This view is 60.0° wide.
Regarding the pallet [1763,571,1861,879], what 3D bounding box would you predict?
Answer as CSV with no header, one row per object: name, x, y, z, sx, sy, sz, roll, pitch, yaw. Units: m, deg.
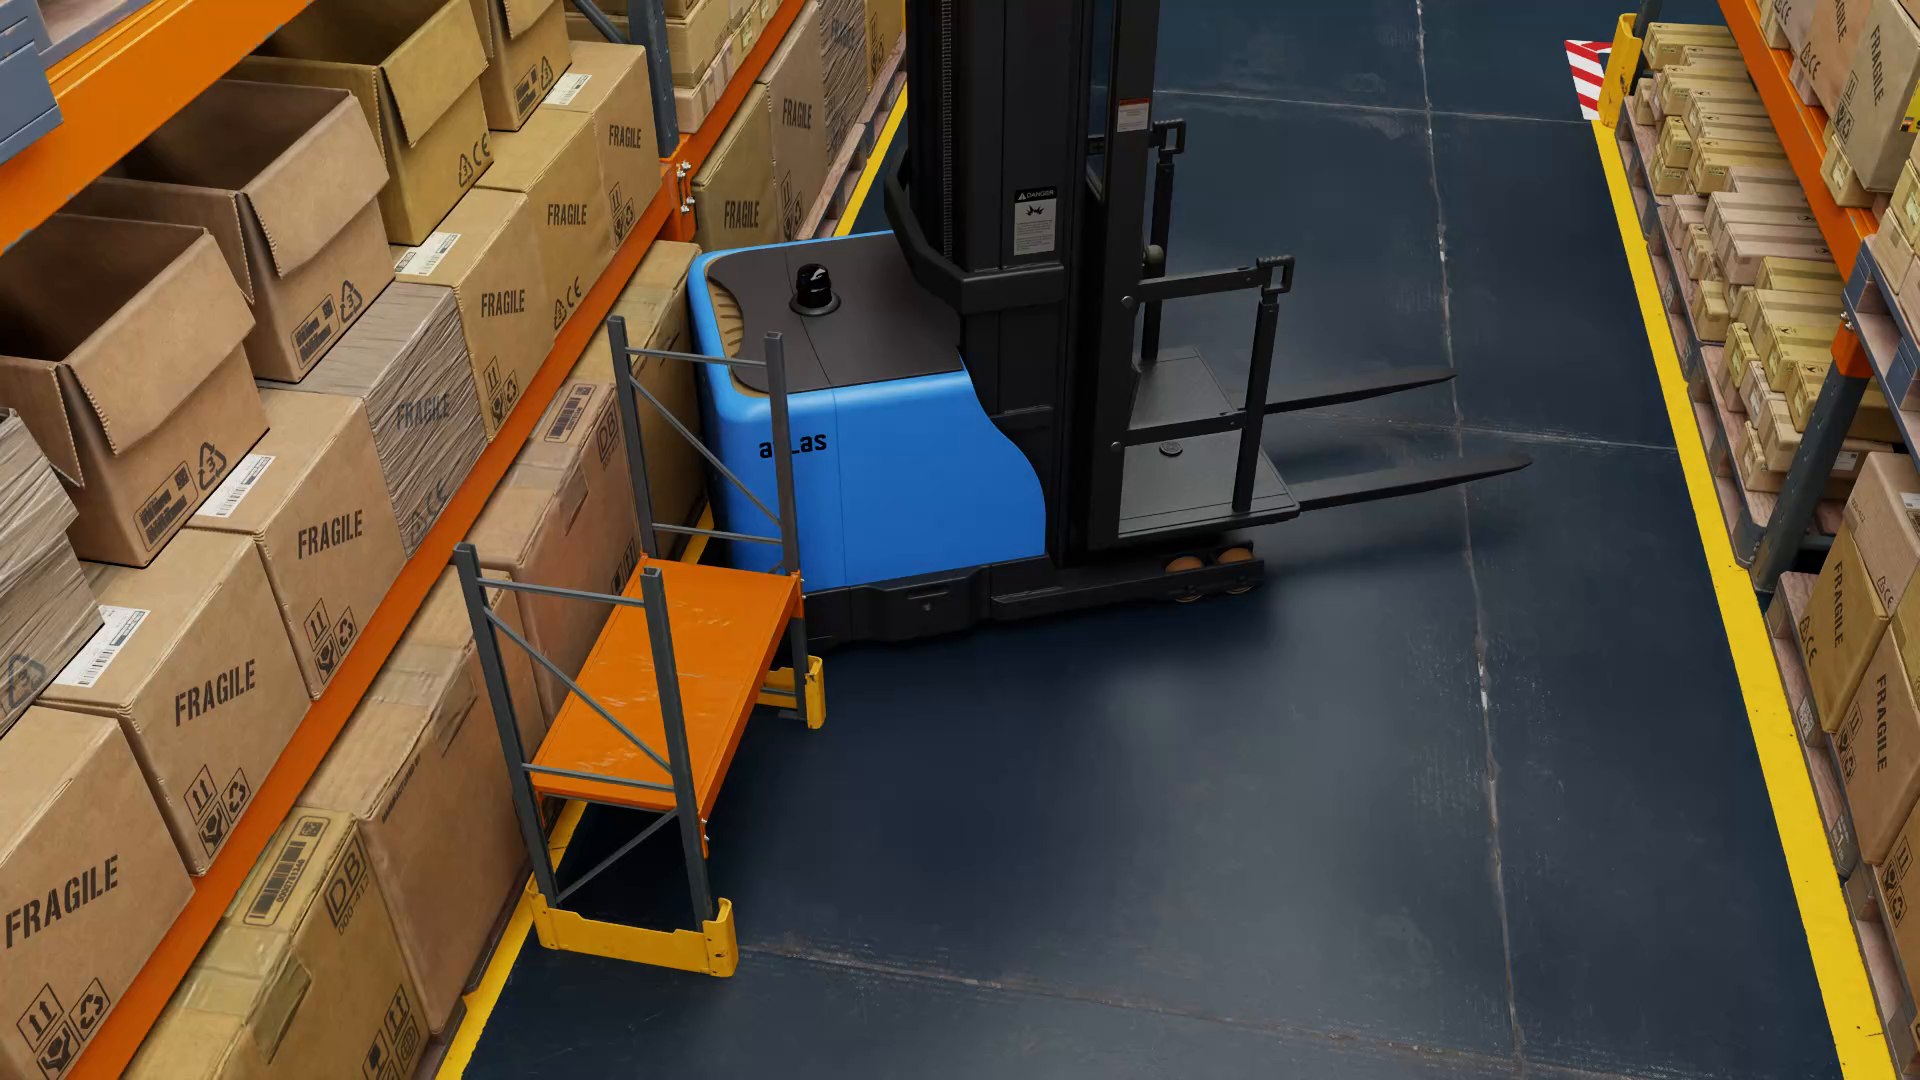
pallet,3.244,0.616,5.339,1.003,0.211,1.213,6,40,8

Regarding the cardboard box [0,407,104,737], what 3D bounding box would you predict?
cardboard box,-2.040,0.070,2.945,0.797,0.503,0.637,8,40,9

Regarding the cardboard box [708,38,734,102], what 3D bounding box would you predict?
cardboard box,-1.066,-1.775,6.240,0.380,0.149,0.250,5,40,6

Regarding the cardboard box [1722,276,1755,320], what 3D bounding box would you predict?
cardboard box,3.347,-1.008,6.789,0.380,0.149,0.250,7,40,9

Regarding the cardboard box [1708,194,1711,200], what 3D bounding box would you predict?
cardboard box,3.558,-1.505,7.391,0.380,0.149,0.250,8,40,10

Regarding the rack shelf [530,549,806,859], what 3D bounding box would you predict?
rack shelf,-0.836,0.443,4.820,0.538,0.185,1.000,7,40,8

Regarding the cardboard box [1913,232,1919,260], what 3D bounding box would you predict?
cardboard box,2.813,-0.768,4.459,0.380,0.149,0.250,6,40,7

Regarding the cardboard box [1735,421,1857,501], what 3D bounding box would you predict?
cardboard box,3.110,-0.294,6.159,0.380,0.149,0.250,7,40,8

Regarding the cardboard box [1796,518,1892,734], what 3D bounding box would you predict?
cardboard box,2.988,0.289,5.179,0.500,0.500,0.500,8,40,9

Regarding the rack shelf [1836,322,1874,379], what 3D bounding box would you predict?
rack shelf,3.031,0.585,3.753,1.077,0.370,4.000,6,40,8

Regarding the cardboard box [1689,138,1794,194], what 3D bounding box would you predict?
cardboard box,3.436,-1.631,7.309,0.380,0.149,0.250,7,40,8

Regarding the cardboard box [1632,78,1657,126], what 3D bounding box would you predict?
cardboard box,3.664,-2.227,8.498,0.380,0.149,0.250,7,40,9

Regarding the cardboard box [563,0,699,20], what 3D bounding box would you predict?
cardboard box,-1.156,-2.176,5.823,0.500,0.500,0.500,6,40,8

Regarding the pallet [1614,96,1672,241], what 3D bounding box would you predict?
pallet,3.881,-1.829,8.297,1.003,0.211,1.213,6,40,8

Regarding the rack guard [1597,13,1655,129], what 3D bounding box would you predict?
rack guard,4.056,-2.447,8.817,1.175,0.500,0.348,6,40,8

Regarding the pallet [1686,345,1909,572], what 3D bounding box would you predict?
pallet,3.459,-0.298,6.445,1.003,0.211,1.213,6,40,8

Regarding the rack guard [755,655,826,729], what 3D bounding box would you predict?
rack guard,-0.739,0.469,5.487,0.587,0.250,0.087,7,40,8

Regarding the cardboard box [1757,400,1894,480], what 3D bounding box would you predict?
cardboard box,3.119,-0.358,6.003,0.380,0.149,0.250,7,40,9

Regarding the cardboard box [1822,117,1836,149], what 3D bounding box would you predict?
cardboard box,3.239,-1.390,5.775,0.380,0.149,0.250,8,40,9

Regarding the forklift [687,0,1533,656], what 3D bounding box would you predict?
forklift,0.607,-1.225,5.432,3.031,2.935,1.130,-9,40,-11

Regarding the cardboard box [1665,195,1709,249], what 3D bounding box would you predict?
cardboard box,3.432,-1.432,7.535,0.380,0.149,0.250,5,40,6

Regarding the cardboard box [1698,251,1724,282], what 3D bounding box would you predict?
cardboard box,3.400,-1.100,7.134,0.380,0.149,0.250,7,40,9

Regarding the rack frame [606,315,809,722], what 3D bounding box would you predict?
rack frame,-0.739,-0.014,5.090,0.500,1.500,0.032,7,40,8

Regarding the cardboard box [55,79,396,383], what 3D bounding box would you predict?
cardboard box,-1.815,-0.760,3.949,0.797,0.503,0.637,8,40,9

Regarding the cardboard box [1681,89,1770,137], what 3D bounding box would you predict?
cardboard box,3.584,-1.964,7.712,0.380,0.149,0.250,5,40,5

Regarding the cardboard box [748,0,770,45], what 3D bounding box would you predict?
cardboard box,-0.977,-2.105,6.639,0.380,0.149,0.250,5,40,6

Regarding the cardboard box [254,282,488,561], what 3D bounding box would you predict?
cardboard box,-1.570,-0.320,4.205,0.500,0.500,0.500,7,40,8

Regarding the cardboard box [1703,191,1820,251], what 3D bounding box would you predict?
cardboard box,3.336,-1.318,6.931,0.380,0.149,0.250,5,40,6

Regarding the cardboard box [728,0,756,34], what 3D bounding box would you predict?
cardboard box,-1.060,-2.192,6.432,0.500,0.250,0.500,6,40,7

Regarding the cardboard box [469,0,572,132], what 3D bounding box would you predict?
cardboard box,-1.593,-1.581,4.942,0.797,0.503,0.637,5,40,7

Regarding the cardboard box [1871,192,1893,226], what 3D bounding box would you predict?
cardboard box,3.196,-1.056,5.370,0.380,0.149,0.250,6,40,7

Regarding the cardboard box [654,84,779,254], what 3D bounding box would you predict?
cardboard box,-1.297,-1.306,6.813,0.875,0.875,0.875,6,40,8

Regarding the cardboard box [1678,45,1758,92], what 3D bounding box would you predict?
cardboard box,3.715,-2.272,8.085,0.380,0.149,0.250,7,40,8

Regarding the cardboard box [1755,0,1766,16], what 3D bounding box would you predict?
cardboard box,3.471,-2.209,6.765,0.380,0.149,0.250,8,40,9

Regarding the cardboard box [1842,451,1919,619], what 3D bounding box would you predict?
cardboard box,2.989,0.000,4.940,0.500,0.250,0.500,5,40,6

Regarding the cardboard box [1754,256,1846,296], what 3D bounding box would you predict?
cardboard box,3.346,-0.968,6.507,0.380,0.149,0.250,8,40,9

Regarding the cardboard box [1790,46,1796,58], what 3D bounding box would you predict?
cardboard box,3.422,-1.877,6.364,0.380,0.149,0.250,6,40,7

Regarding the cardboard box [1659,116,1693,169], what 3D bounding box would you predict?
cardboard box,3.517,-1.857,7.816,0.380,0.149,0.250,8,40,9

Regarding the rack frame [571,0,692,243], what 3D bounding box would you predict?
rack frame,-1.490,-1.558,5.780,1.000,3.000,0.127,6,40,8

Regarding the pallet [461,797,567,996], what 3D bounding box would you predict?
pallet,-1.758,0.778,5.144,1.003,0.211,1.213,6,40,8

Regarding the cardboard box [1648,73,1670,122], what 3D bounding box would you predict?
cardboard box,3.623,-2.169,8.194,0.380,0.149,0.250,6,40,7

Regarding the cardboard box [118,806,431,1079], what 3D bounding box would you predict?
cardboard box,-2.042,1.179,3.808,1.225,0.875,0.875,5,40,6

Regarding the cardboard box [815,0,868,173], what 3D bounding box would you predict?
cardboard box,-0.987,-2.429,8.172,0.875,0.875,0.875,6,40,8

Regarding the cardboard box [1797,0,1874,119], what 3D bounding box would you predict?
cardboard box,3.274,-1.761,5.714,0.500,0.500,0.500,5,40,6

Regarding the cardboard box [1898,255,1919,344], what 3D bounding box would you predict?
cardboard box,2.814,-0.641,4.539,0.380,0.149,0.250,7,40,8

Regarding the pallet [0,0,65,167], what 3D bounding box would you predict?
pallet,-2.123,-0.541,2.344,1.213,0.211,1.003,8,40,10

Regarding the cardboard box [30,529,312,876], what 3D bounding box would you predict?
cardboard box,-1.743,0.315,3.436,0.500,0.500,0.500,5,40,6

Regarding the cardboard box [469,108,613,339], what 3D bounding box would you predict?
cardboard box,-1.395,-0.963,4.982,0.500,0.500,0.500,8,40,9

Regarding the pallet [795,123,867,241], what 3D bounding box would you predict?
pallet,-1.073,-1.719,8.164,1.003,0.211,1.213,6,40,8

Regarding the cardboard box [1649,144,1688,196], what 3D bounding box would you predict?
cardboard box,3.511,-1.749,7.919,0.380,0.149,0.250,7,40,8

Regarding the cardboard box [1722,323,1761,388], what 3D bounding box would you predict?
cardboard box,3.182,-0.699,6.416,0.380,0.149,0.250,5,40,6

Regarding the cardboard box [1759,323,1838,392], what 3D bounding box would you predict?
cardboard box,3.188,-0.656,6.131,0.380,0.149,0.250,7,40,8

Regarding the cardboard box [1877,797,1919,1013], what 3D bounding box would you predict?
cardboard box,2.821,0.951,4.378,0.500,0.500,0.500,7,40,8

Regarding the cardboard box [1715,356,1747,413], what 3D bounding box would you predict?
cardboard box,3.219,-0.621,6.555,0.380,0.149,0.250,5,40,6

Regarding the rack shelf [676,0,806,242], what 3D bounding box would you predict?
rack shelf,-1.144,-2.536,7.527,1.077,0.370,4.000,6,40,8

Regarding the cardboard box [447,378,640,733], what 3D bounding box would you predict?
cardboard box,-1.735,0.064,5.156,1.225,0.875,0.875,5,40,6

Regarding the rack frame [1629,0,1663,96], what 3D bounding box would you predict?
rack frame,4.070,-3.458,8.078,1.000,3.000,0.127,6,40,8

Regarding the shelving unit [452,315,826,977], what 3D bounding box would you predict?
shelving unit,-0.834,0.298,4.712,0.587,1.500,1.083,7,40,8
